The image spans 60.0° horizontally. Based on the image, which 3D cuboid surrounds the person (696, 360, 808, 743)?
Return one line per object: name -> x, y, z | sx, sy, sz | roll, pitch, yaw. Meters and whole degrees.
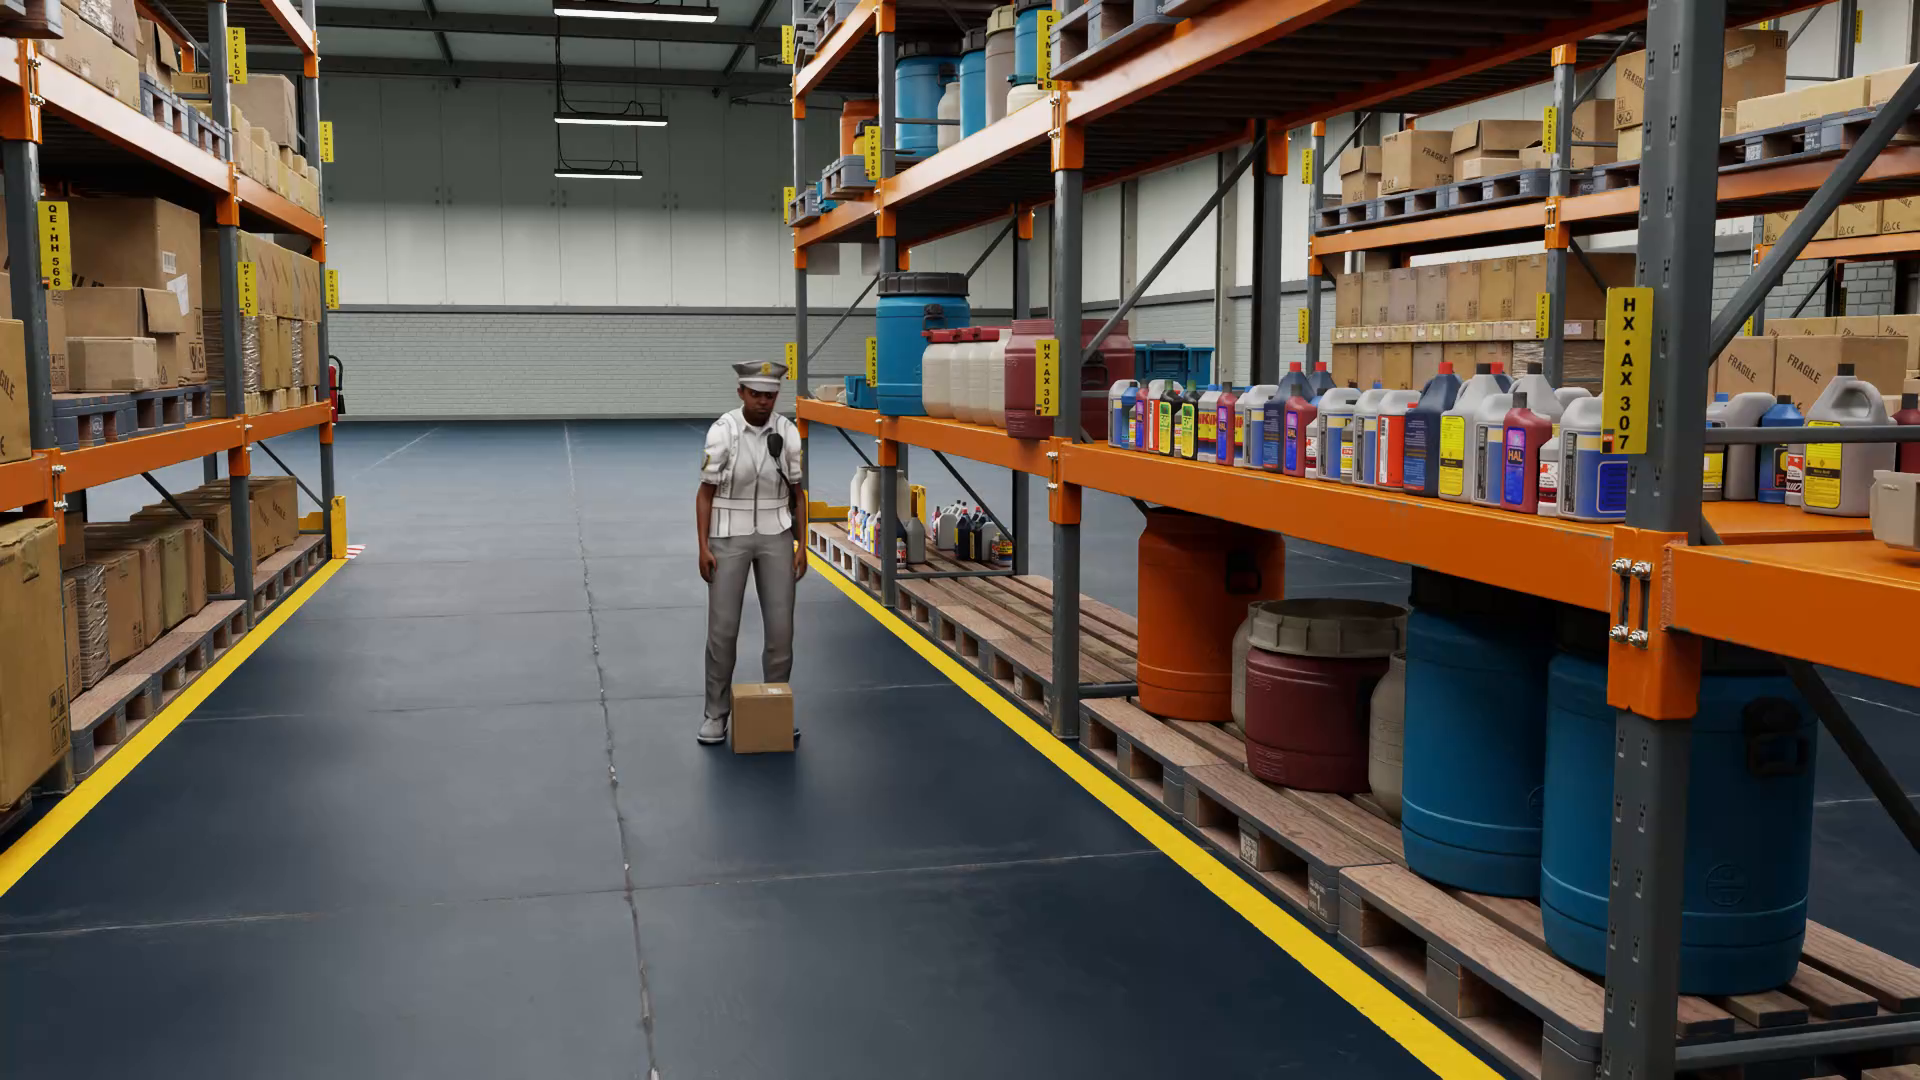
person -> -0.919, 0.042, 7.313 | 0.519, 1.656, 0.396 | -2, 7, -17
